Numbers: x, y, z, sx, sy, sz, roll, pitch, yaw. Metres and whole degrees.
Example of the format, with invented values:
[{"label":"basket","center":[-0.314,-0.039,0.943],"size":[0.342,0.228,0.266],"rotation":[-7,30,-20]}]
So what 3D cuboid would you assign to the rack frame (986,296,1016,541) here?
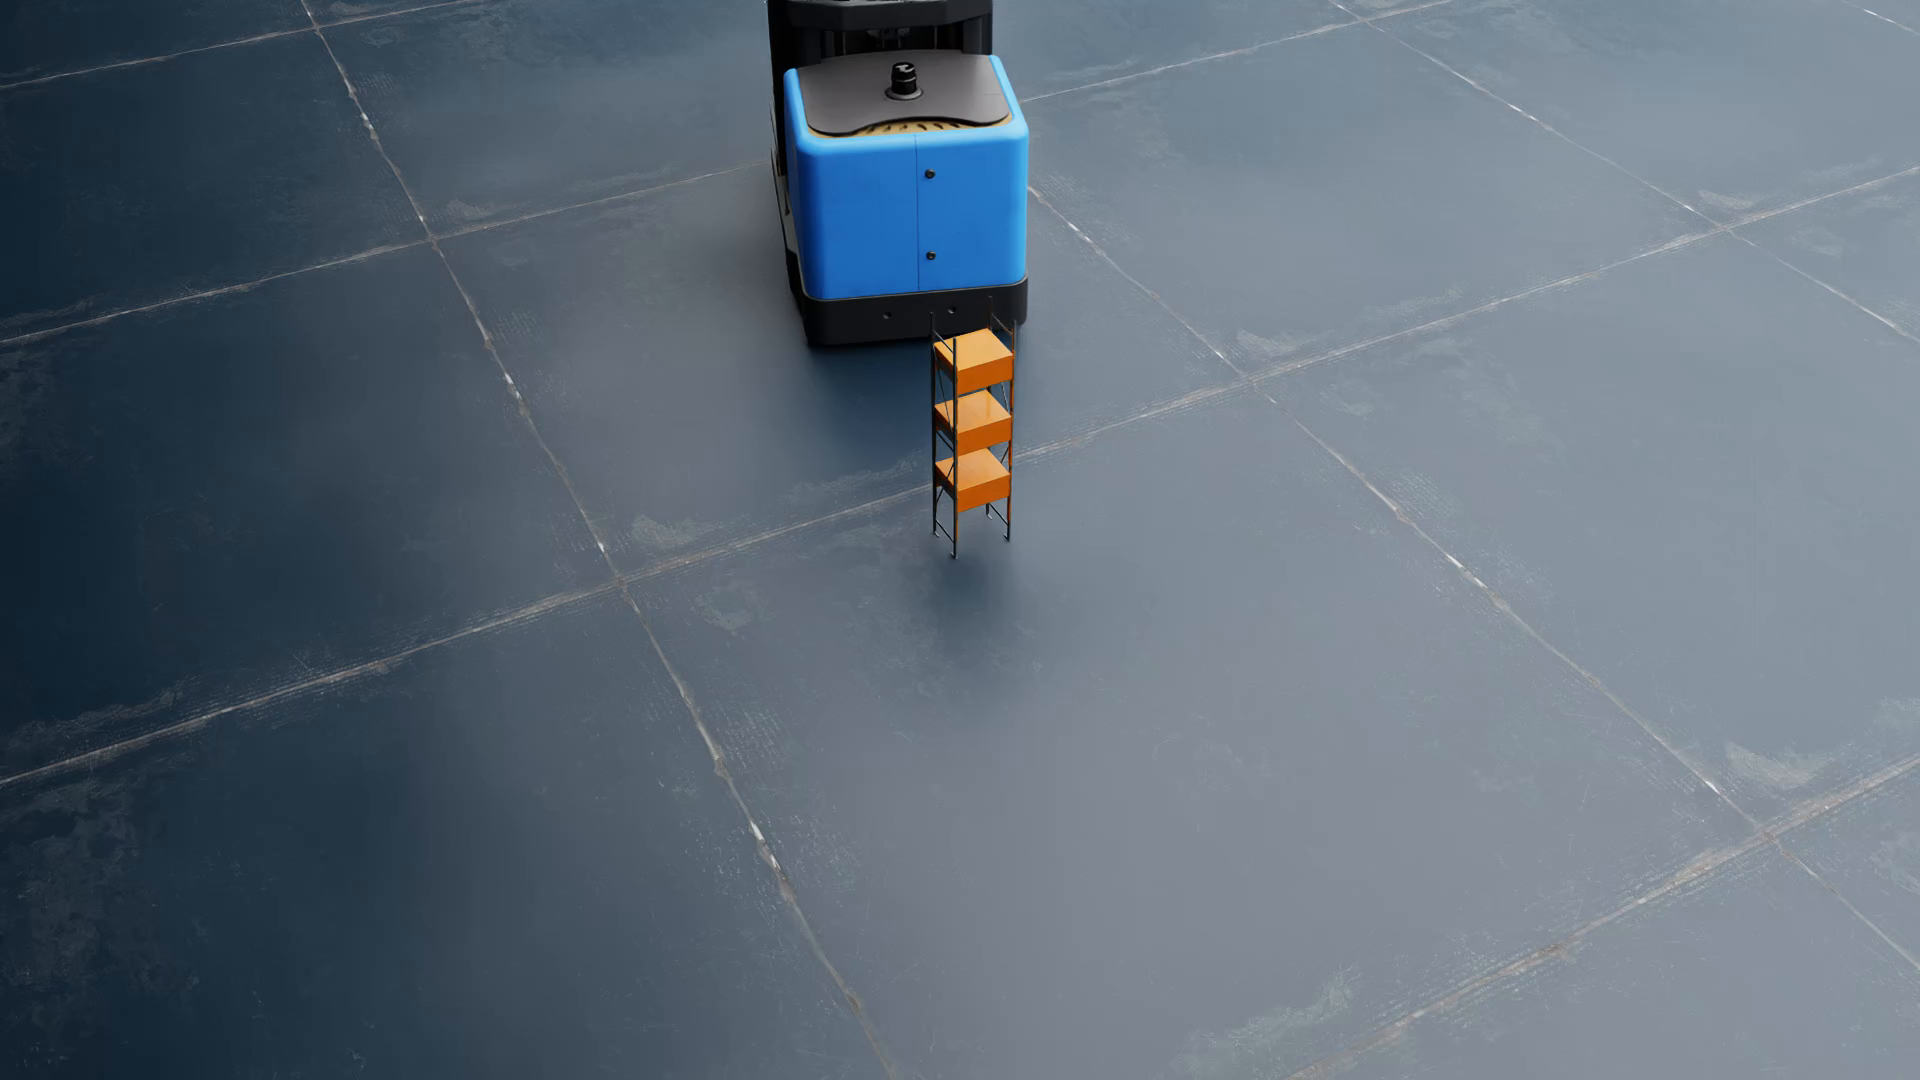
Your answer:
[{"label":"rack frame","center":[0.156,-0.453,6.473],"size":[0.008,1.050,0.200],"rotation":[-19,44,-21]}]

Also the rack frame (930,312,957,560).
[{"label":"rack frame","center":[-0.061,-0.380,6.387],"size":[0.008,1.050,0.200],"rotation":[-19,44,-21]}]

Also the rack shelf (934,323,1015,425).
[{"label":"rack shelf","center":[0.047,-0.625,6.253],"size":[0.240,0.259,0.215],"rotation":[-19,44,-21]}]

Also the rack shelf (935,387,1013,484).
[{"label":"rack shelf","center":[0.047,-0.409,6.437],"size":[0.240,0.259,0.215],"rotation":[-19,44,-21]}]

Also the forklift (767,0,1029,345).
[{"label":"forklift","center":[-0.424,-2.976,7.997],"size":[1.130,2.935,3.031],"rotation":[-6,41,-7]}]

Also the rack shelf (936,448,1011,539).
[{"label":"rack shelf","center":[0.047,-0.196,6.616],"size":[0.240,0.259,0.215],"rotation":[-19,44,-21]}]

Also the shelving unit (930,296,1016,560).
[{"label":"shelving unit","center":[0.047,-0.417,6.430],"size":[0.252,1.050,0.215],"rotation":[-19,44,-21]}]
